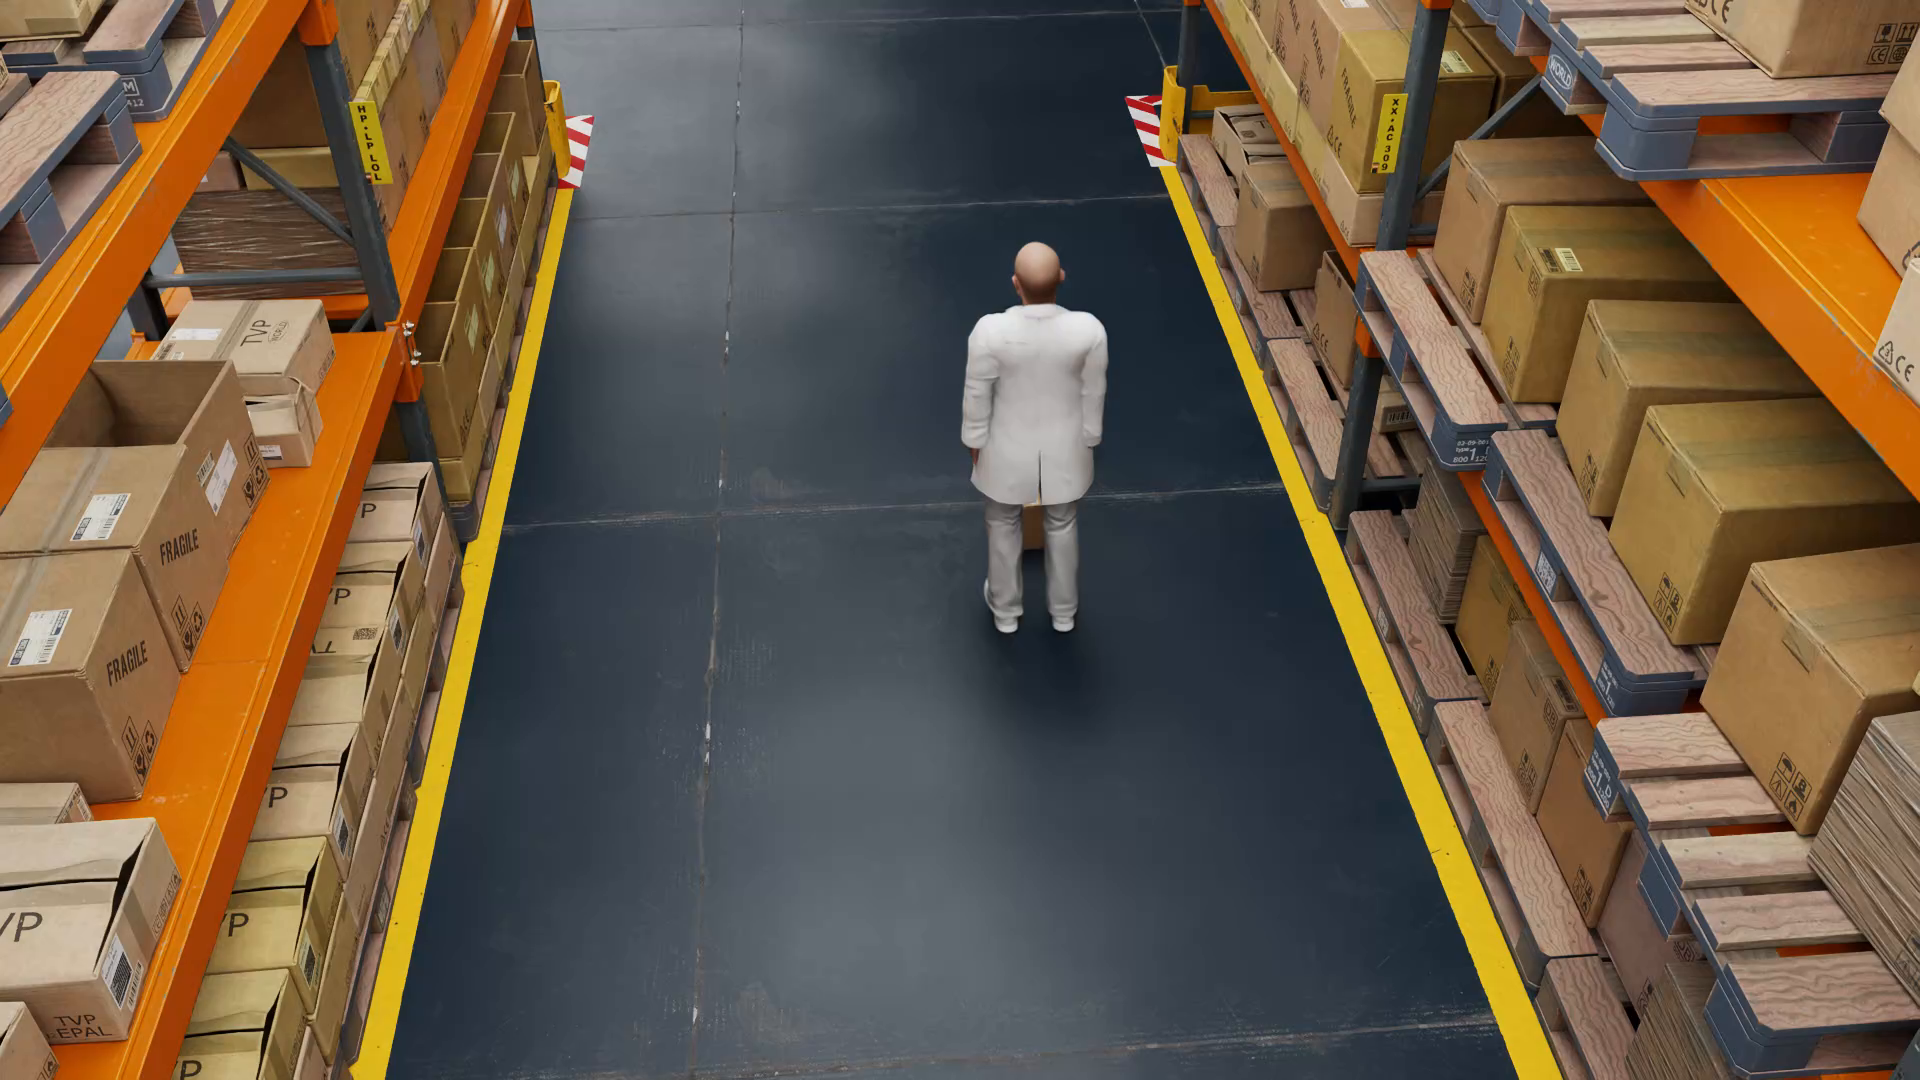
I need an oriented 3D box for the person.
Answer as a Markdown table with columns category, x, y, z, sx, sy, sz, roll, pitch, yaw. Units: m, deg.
| category | x | y | z | sx | sy | sz | roll | pitch | yaw |
| --- | --- | --- | --- | --- | --- | --- | --- | --- | --- |
| person | 0.285 | -0.402 | 6.673 | 0.562 | 1.775 | 0.382 | -2 | 39 | -3 |
